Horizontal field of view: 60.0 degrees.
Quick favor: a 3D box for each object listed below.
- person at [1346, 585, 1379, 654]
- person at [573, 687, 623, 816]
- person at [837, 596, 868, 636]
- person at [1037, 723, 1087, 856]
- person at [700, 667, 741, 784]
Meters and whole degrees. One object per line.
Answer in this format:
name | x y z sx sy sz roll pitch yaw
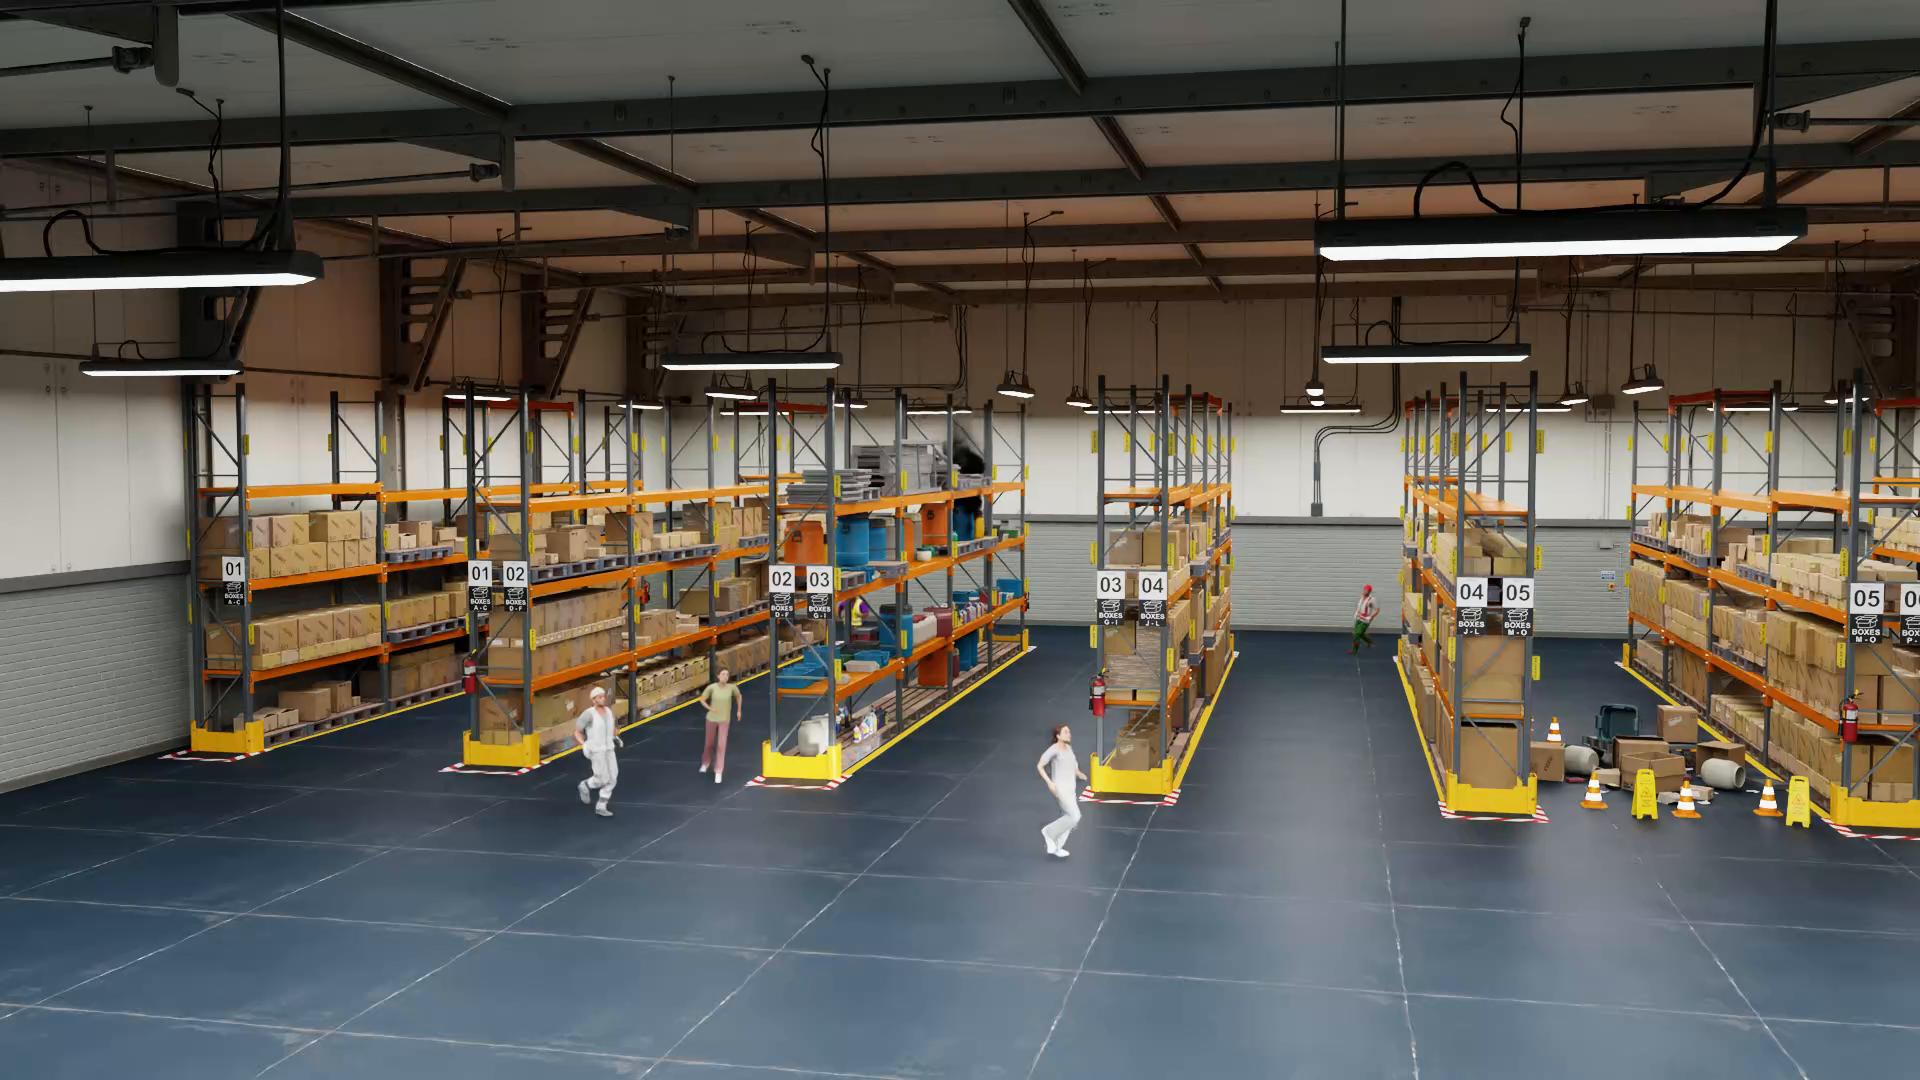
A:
person | 9.697 1.896 39.570 0.760 1.685 0.716 -2 4 -26
person | -4.877 2.854 22.497 0.596 1.737 0.669 3 4 39
person | -2.412 1.950 37.391 0.704 1.769 0.887 0 3 -3
person | 1.280 3.029 20.122 0.545 1.624 0.552 2 4 36
person | -3.587 2.746 24.956 0.634 1.715 0.809 -1 3 -11
